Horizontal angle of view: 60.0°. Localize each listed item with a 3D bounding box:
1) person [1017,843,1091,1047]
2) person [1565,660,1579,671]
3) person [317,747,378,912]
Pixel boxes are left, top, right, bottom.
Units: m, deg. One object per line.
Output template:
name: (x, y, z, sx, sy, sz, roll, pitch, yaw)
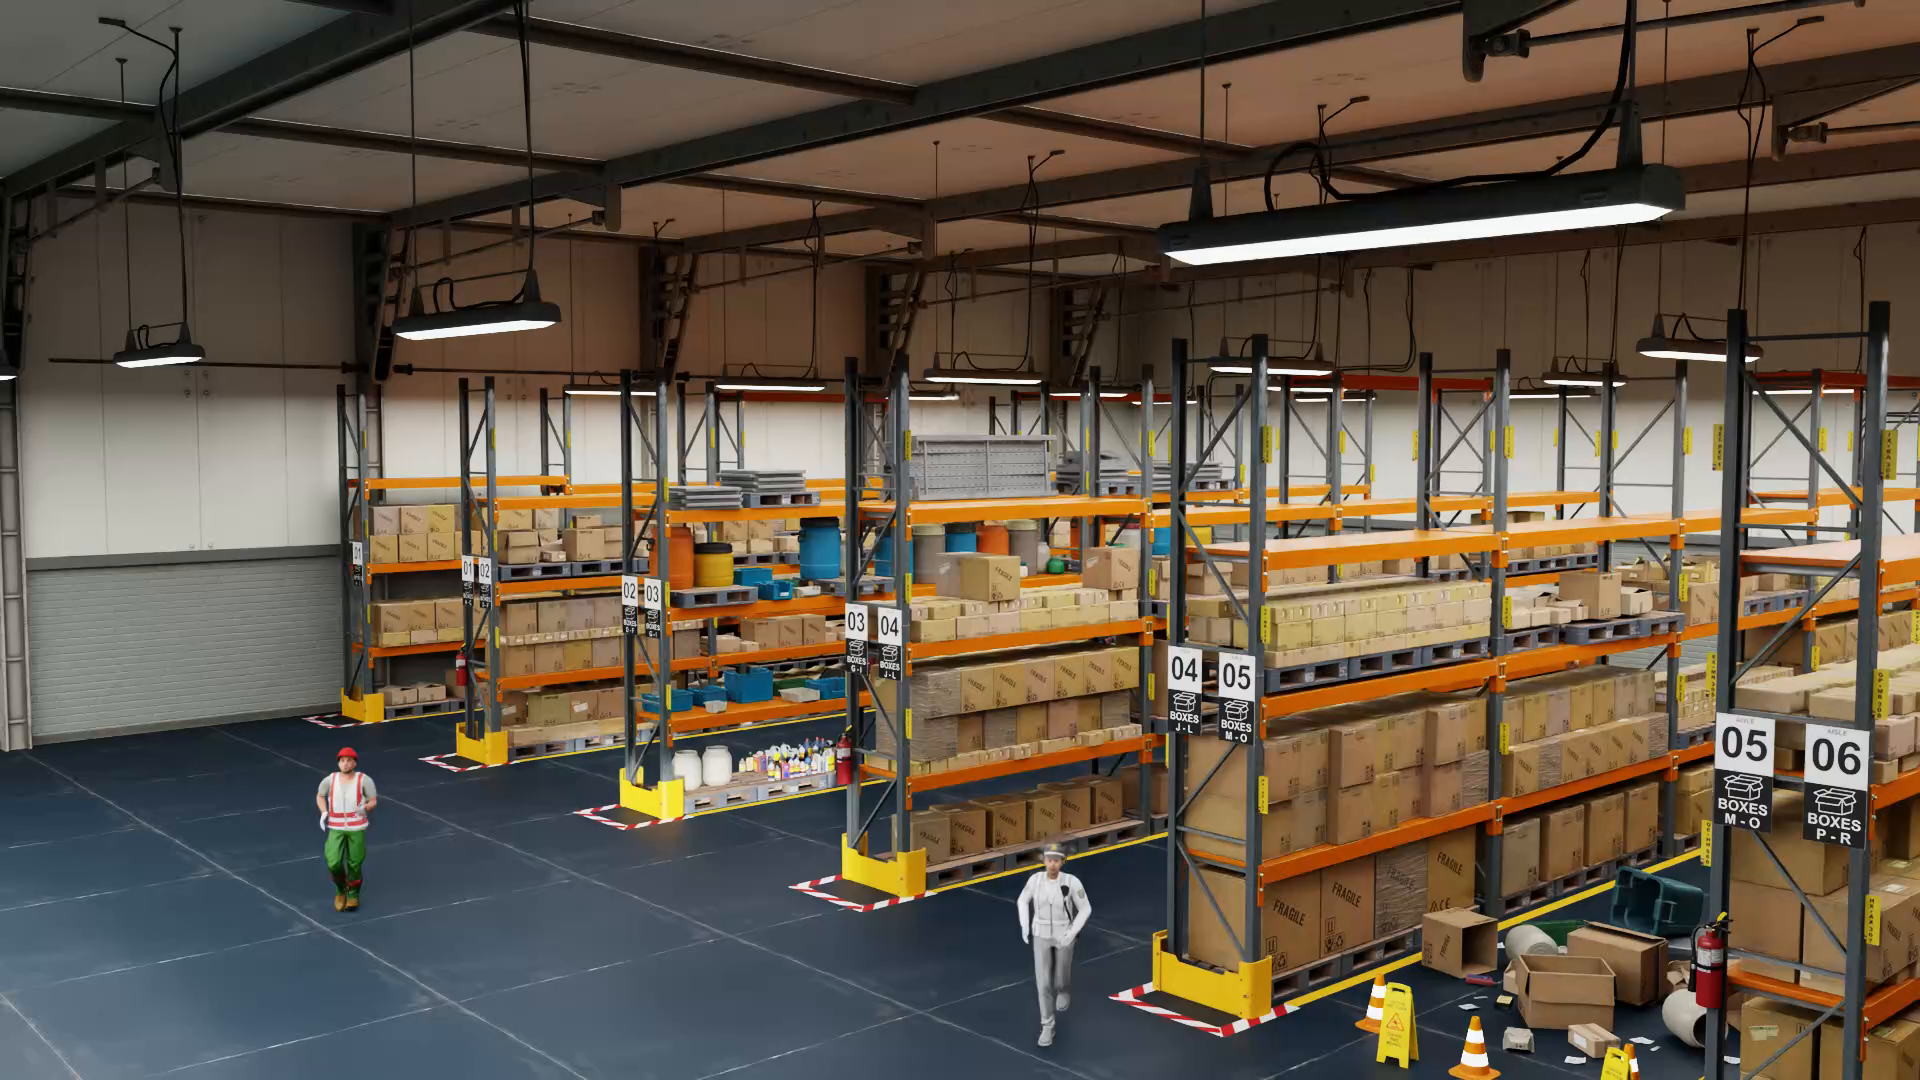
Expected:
person: (0.804, 3.399, 14.263, 0.650, 1.676, 0.754, 1, 4, 9)
person: (9.360, 2.625, 25.533, 0.711, 1.733, 0.795, 3, 5, 42)
person: (-6.567, 3.109, 17.778, 0.640, 1.767, 0.620, -1, 4, -14)
